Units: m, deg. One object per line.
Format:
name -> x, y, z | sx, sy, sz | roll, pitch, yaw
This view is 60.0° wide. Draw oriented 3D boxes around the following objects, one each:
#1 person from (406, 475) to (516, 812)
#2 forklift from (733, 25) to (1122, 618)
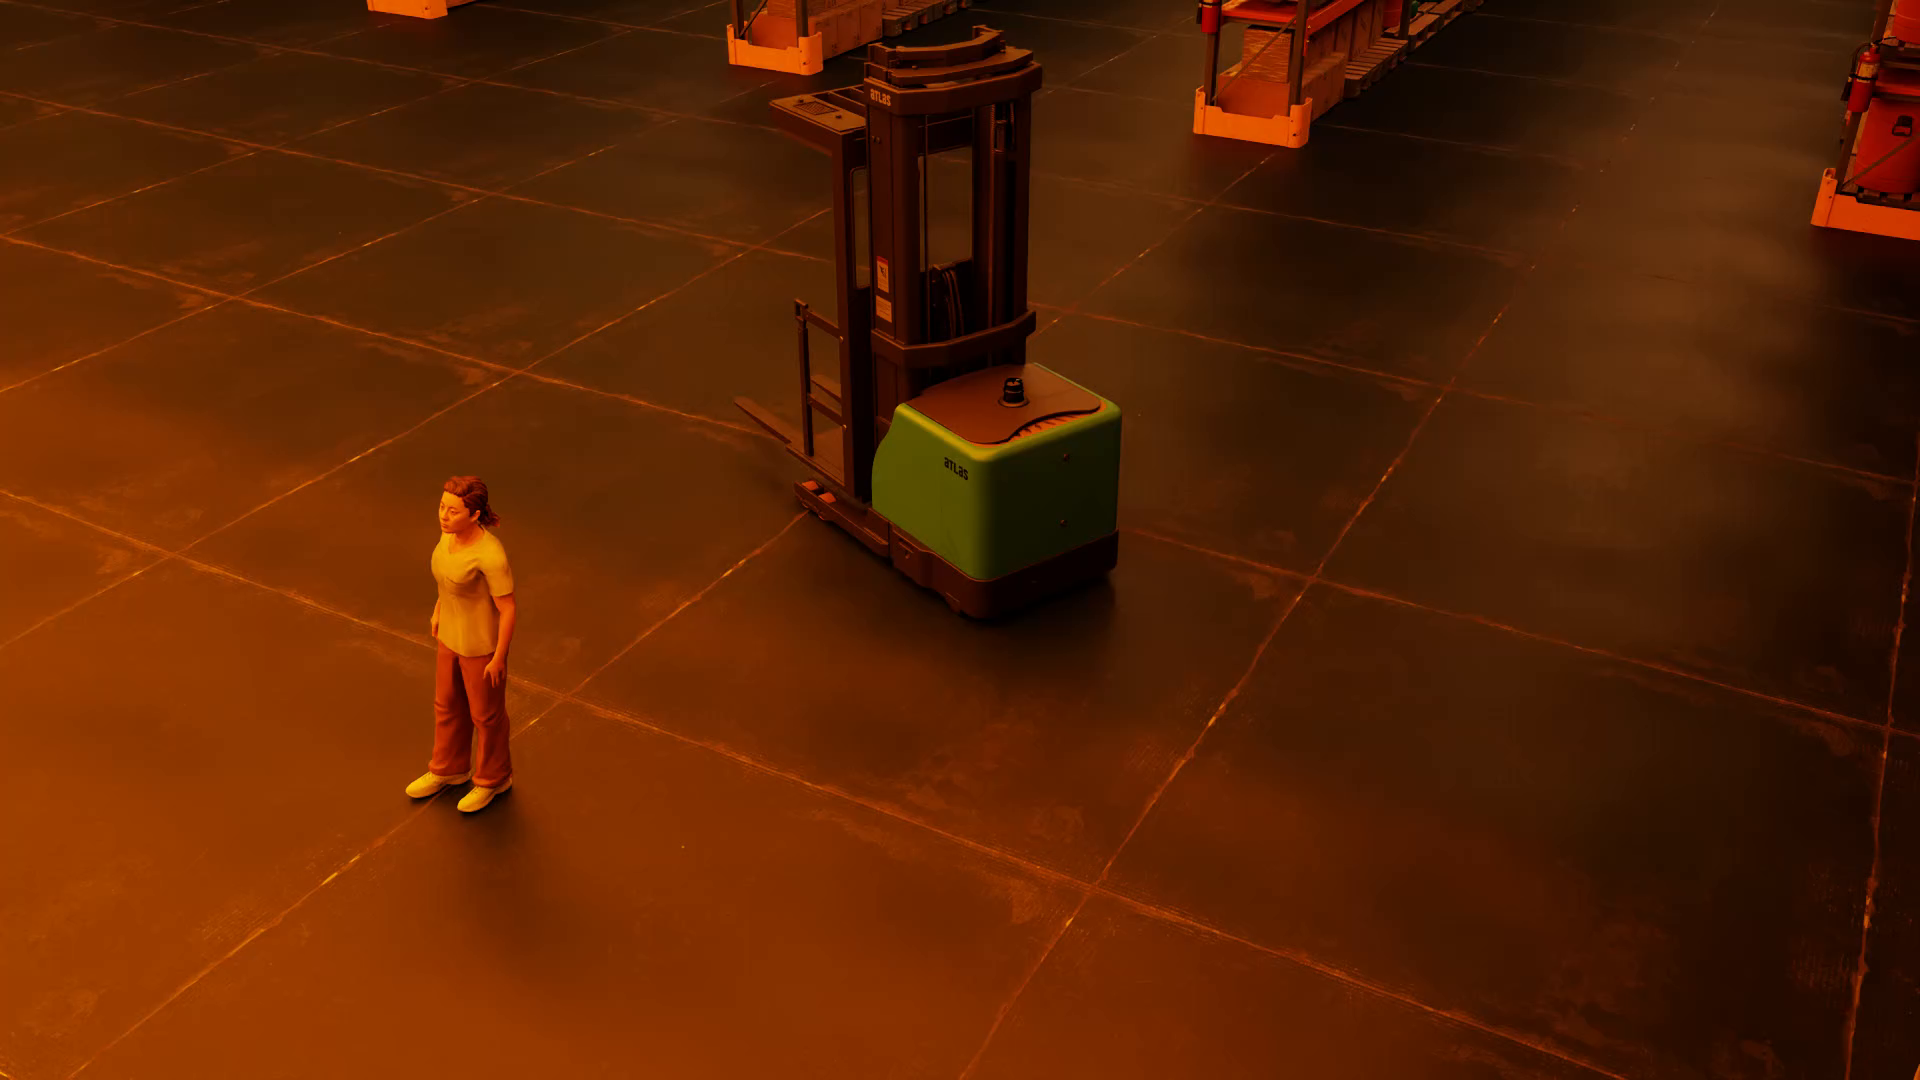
person -> -2.258, 0.492, 7.472 | 0.554, 1.660, 0.532 | 26, 39, 37
forklift -> -0.369, -1.520, 9.704 | 1.130, 2.935, 3.031 | -20, 36, -31
